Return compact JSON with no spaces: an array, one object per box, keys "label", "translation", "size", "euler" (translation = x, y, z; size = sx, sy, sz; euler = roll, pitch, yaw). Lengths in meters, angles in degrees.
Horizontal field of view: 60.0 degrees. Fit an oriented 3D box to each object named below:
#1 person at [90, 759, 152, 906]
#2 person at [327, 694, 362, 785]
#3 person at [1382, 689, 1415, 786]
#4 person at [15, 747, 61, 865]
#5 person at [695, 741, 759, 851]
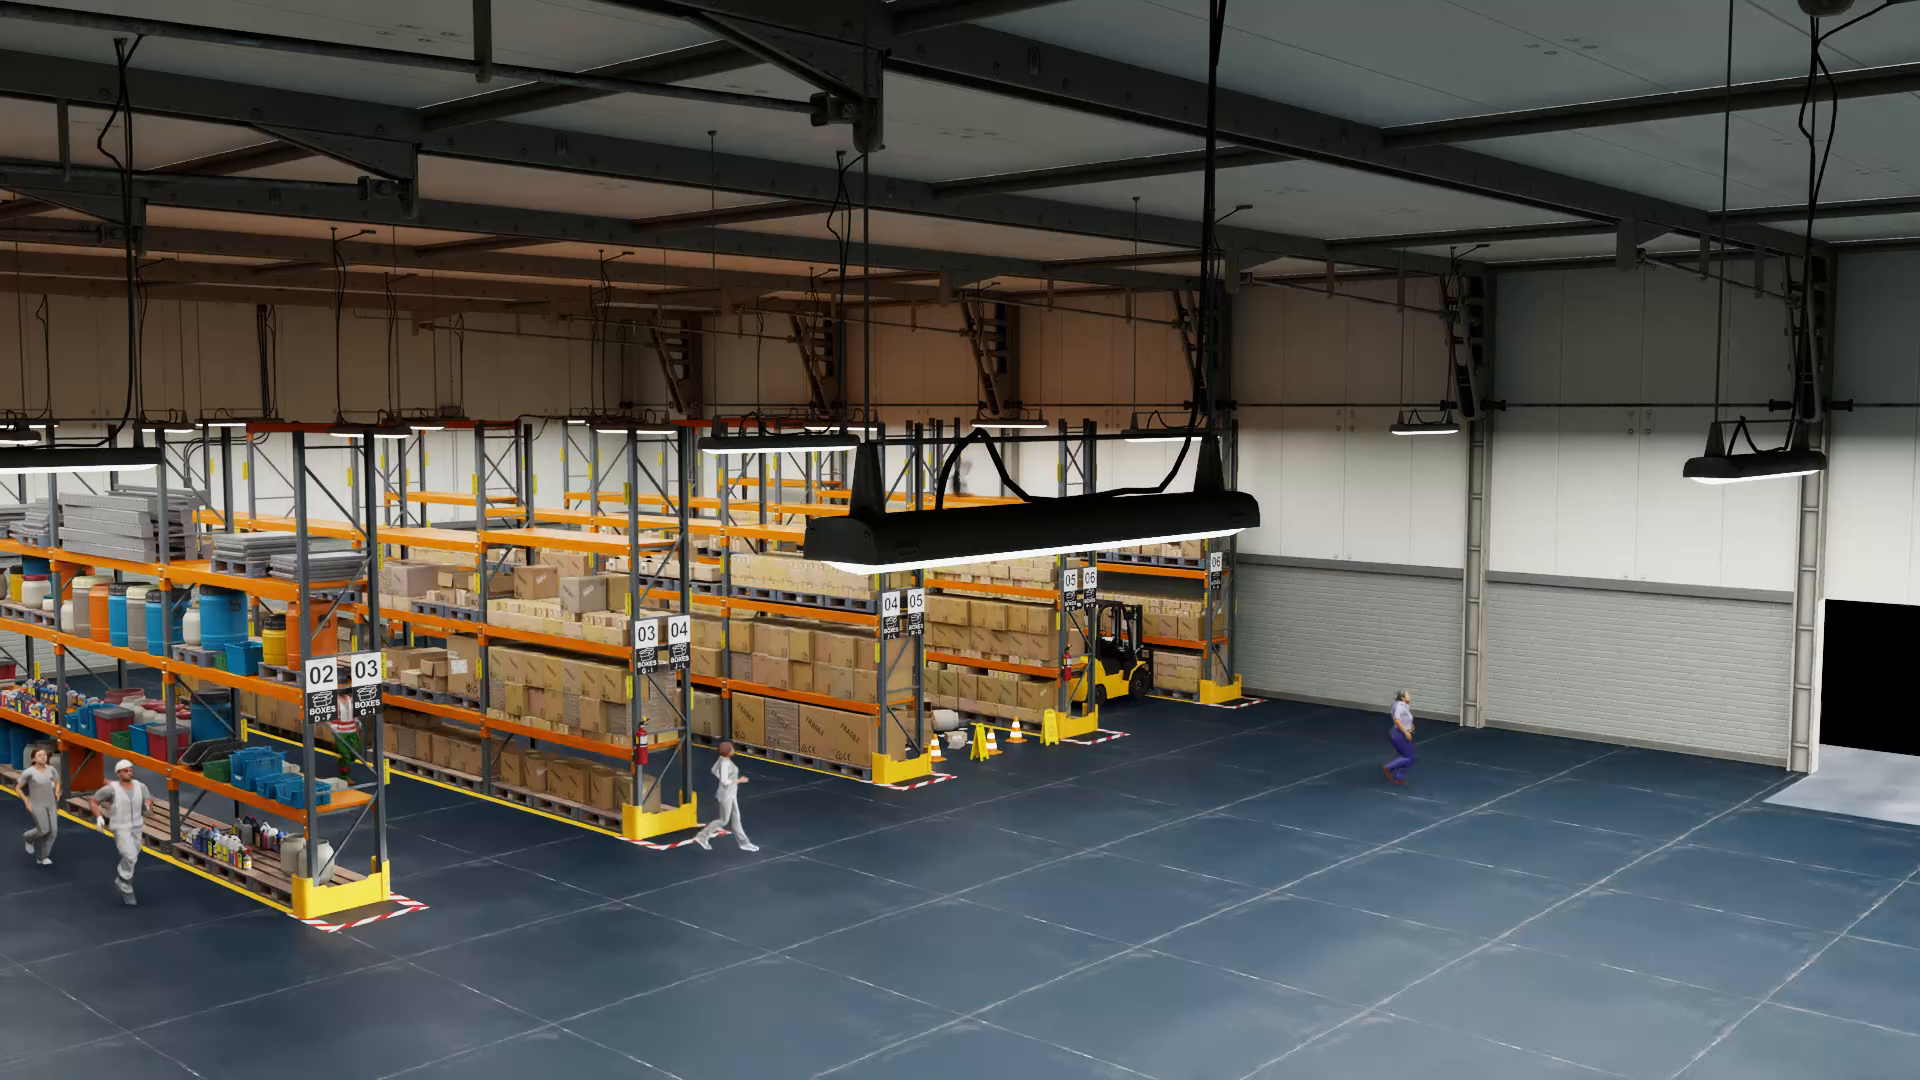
[{"label":"person","translation":[-10.603,3.710,21.158],"size":[0.767,1.841,0.645],"euler":[3,5,30]},{"label":"person","translation":[-10.290,3.199,27.700],"size":[0.631,1.738,0.655],"euler":[4,6,38]},{"label":"person","translation":[7.301,3.286,27.650],"size":[0.585,1.610,0.600],"euler":[0,5,3]},{"label":"person","translation":[-12.639,3.653,22.881],"size":[0.569,1.621,0.564],"euler":[3,6,33]},{"label":"person","translation":[-3.271,3.602,23.313],"size":[0.882,1.583,0.543],"euler":[0,5,-5]}]
